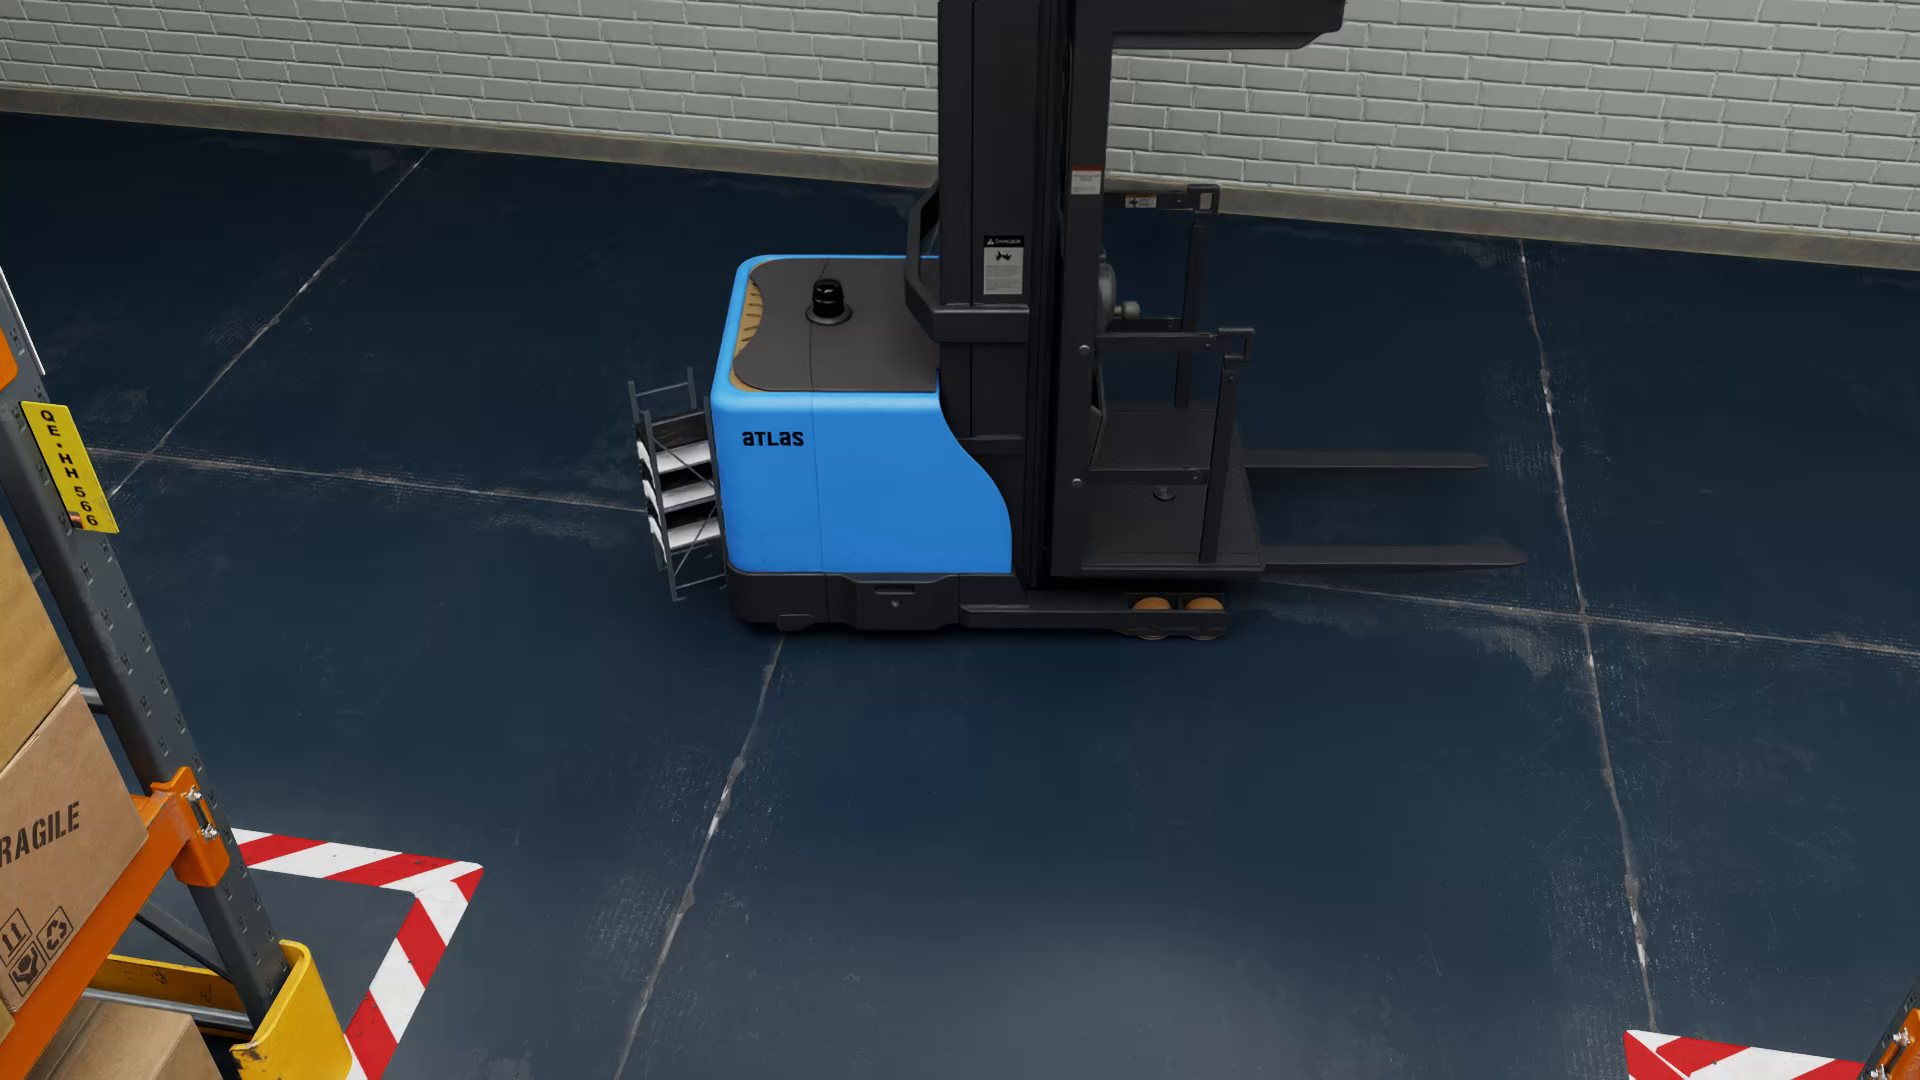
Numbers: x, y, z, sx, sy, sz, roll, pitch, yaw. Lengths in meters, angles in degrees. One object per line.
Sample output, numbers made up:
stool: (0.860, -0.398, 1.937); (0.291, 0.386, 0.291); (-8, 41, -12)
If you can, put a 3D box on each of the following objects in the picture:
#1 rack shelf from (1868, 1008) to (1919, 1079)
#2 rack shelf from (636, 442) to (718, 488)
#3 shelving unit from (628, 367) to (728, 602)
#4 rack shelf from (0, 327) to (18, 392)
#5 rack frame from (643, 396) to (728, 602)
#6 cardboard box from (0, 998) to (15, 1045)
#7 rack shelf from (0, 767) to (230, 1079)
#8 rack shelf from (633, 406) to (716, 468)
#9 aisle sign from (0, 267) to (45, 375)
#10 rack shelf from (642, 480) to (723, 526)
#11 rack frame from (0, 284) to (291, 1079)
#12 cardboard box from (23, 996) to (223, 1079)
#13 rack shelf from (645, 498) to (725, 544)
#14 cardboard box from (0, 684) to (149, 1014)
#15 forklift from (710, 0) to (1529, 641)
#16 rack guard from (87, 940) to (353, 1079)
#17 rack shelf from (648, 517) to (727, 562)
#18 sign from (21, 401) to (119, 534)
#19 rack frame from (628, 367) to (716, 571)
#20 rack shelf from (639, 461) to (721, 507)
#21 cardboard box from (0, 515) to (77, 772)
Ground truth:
rack shelf: (2.164, 2.430, 2.021); (1.077, 0.370, 4.000); (6, 40, 8)
rack shelf: (-1.051, -0.311, 6.188); (0.258, 0.077, 0.200); (-16, 42, -18)
shelving unit: (-1.051, -0.198, 6.282); (0.258, 0.900, 0.210); (-16, 42, -18)
rack shelf: (-2.714, 0.725, 1.729); (1.077, 0.370, 4.000); (6, 40, 8)
rack frame: (-1.009, -0.139, 6.211); (0.240, 0.900, 0.006); (-16, 42, -18)
cardboard box: (-2.264, 0.948, 3.171); (0.500, 0.500, 0.500); (7, 40, 8)
rack shelf: (-2.714, 1.881, 2.685); (1.077, 0.370, 4.000); (6, 40, 8)
rack shelf: (-1.051, -0.380, 6.131); (0.258, 0.077, 0.200); (-16, 42, -18)
aisle sign: (-2.055, -0.662, 3.156); (0.394, 0.787, 0.004); (6, 40, 8)
rack shelf: (-1.050, -0.172, 6.303); (0.258, 0.077, 0.200); (-16, 42, -18)
rack frame: (-2.368, 0.349, 3.974); (1.000, 3.000, 0.127); (6, 40, 8)
cardboard box: (-2.220, 1.511, 4.184); (0.500, 0.500, 0.500); (6, 40, 8)
rack shelf: (-1.050, -0.103, 6.361); (0.258, 0.077, 0.200); (-16, 42, -18)
cardboard box: (-2.178, 0.622, 3.566); (0.500, 0.500, 0.500); (8, 40, 9)
forklift: (0.643, -1.092, 5.770); (3.031, 2.935, 1.130); (0, 40, 0)
rack guard: (-2.382, 1.360, 4.713); (1.175, 0.500, 0.348); (6, 40, 8)
rack shelf: (-1.050, -0.034, 6.418); (0.258, 0.077, 0.200); (-16, 42, -18)
sign: (-1.825, -0.145, 3.415); (0.100, 0.325, 0.005); (6, 40, 8)
rack frame: (-1.092, -0.257, 6.354); (0.240, 0.900, 0.006); (-16, 42, -18)
rack shelf: (-1.051, -0.241, 6.246); (0.258, 0.077, 0.200); (-16, 42, -18)
cardboard box: (-2.175, 0.235, 3.249); (0.500, 0.500, 0.500); (6, 40, 7)
